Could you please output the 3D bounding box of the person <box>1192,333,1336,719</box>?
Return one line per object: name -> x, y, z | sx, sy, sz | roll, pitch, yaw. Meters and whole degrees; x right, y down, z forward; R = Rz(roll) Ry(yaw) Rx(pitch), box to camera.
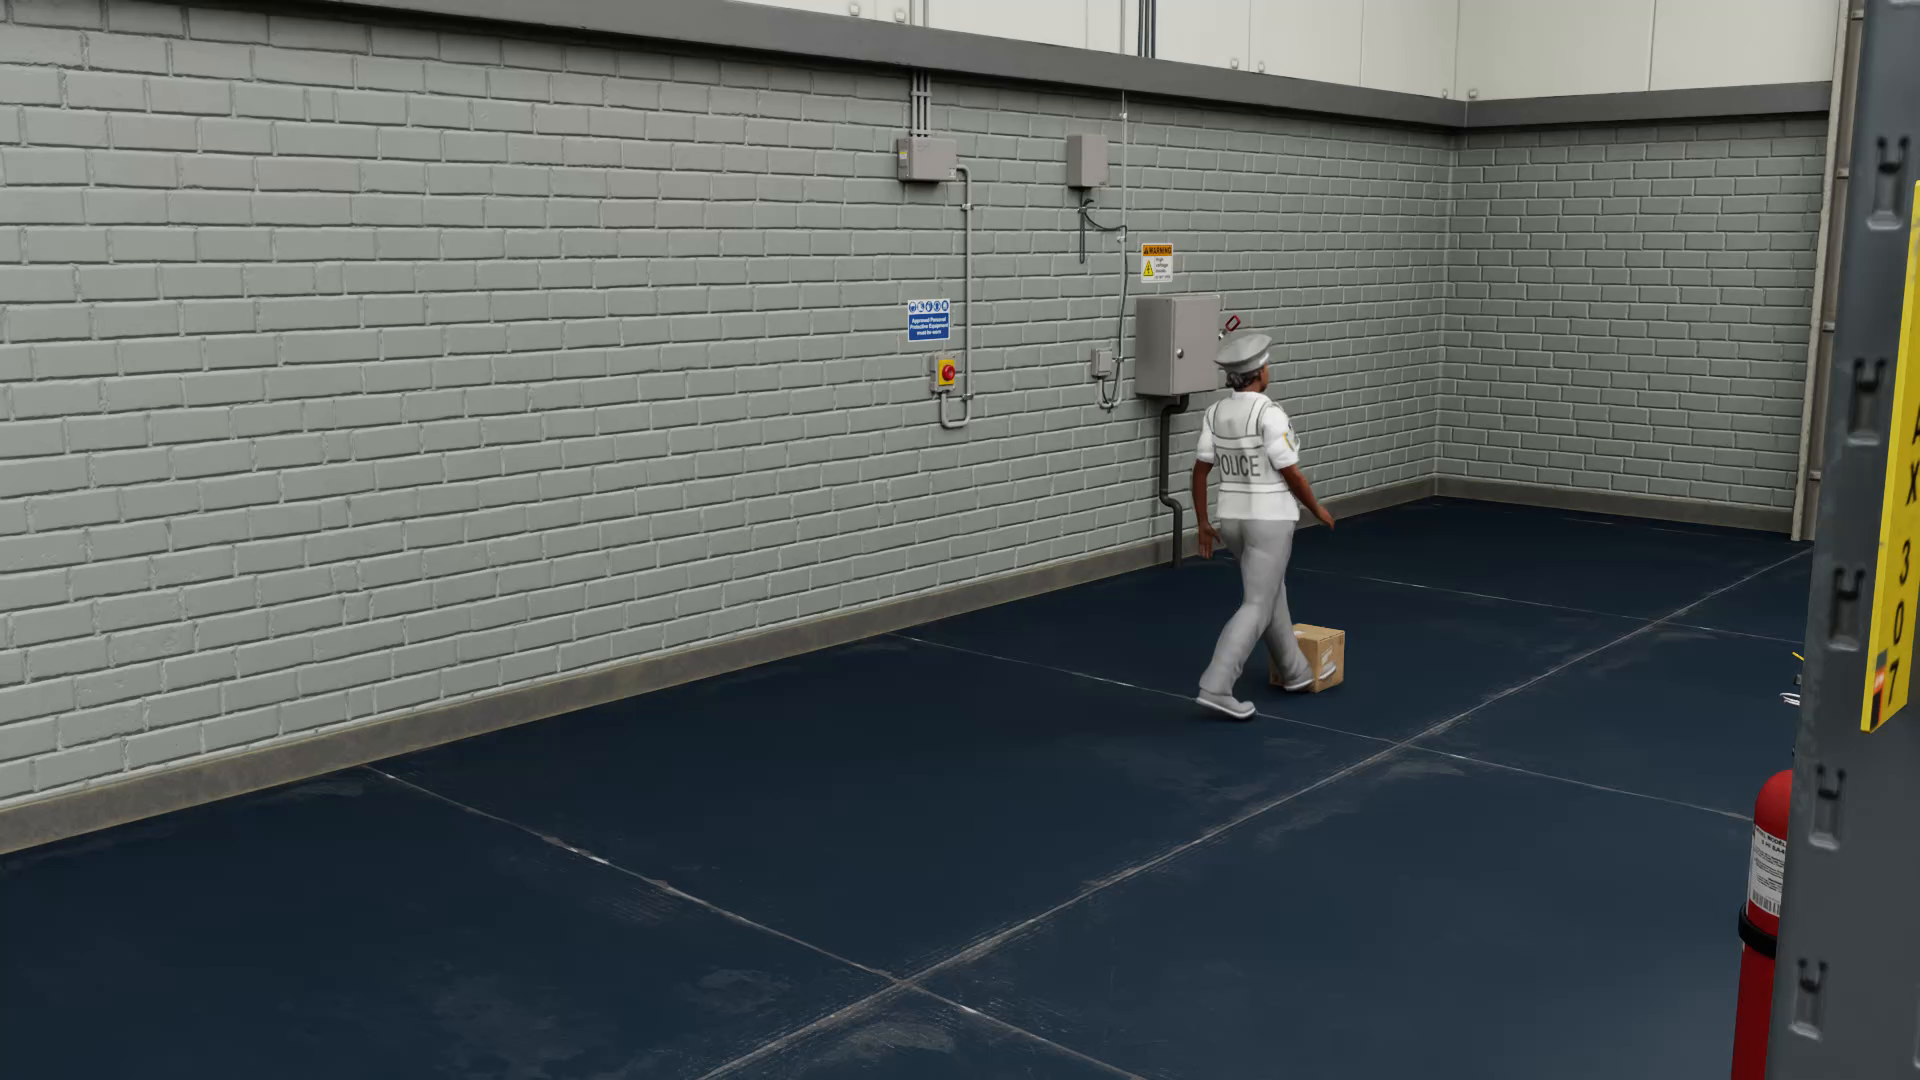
person -> 1.355, -0.089, 7.369 | 0.955, 1.645, 0.508 | -6, 12, -31
